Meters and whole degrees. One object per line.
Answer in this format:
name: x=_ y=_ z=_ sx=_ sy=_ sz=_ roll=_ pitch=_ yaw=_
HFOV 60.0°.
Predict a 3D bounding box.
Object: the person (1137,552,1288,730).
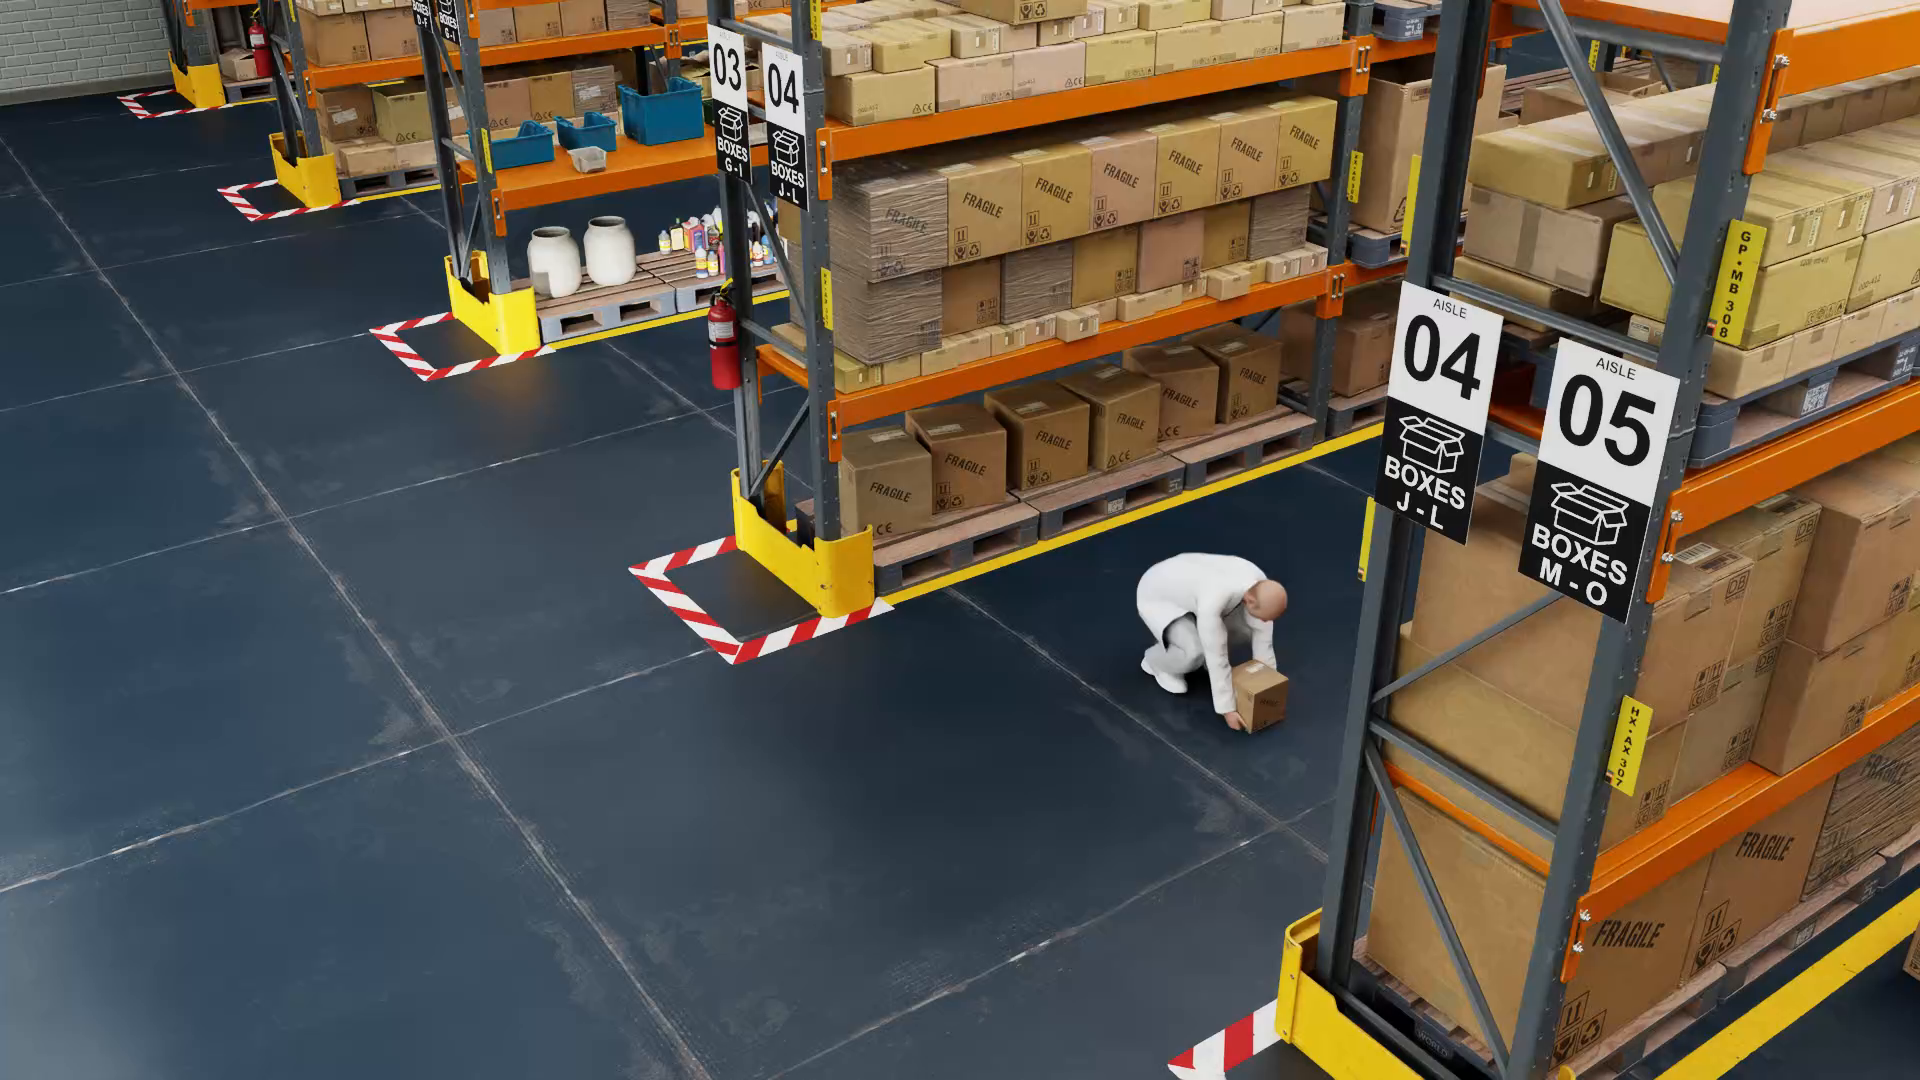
person: x=1.331 y=0.472 z=8.865 sx=0.579 sy=0.860 sz=0.928 roll=-19 pitch=34 yaw=-31
